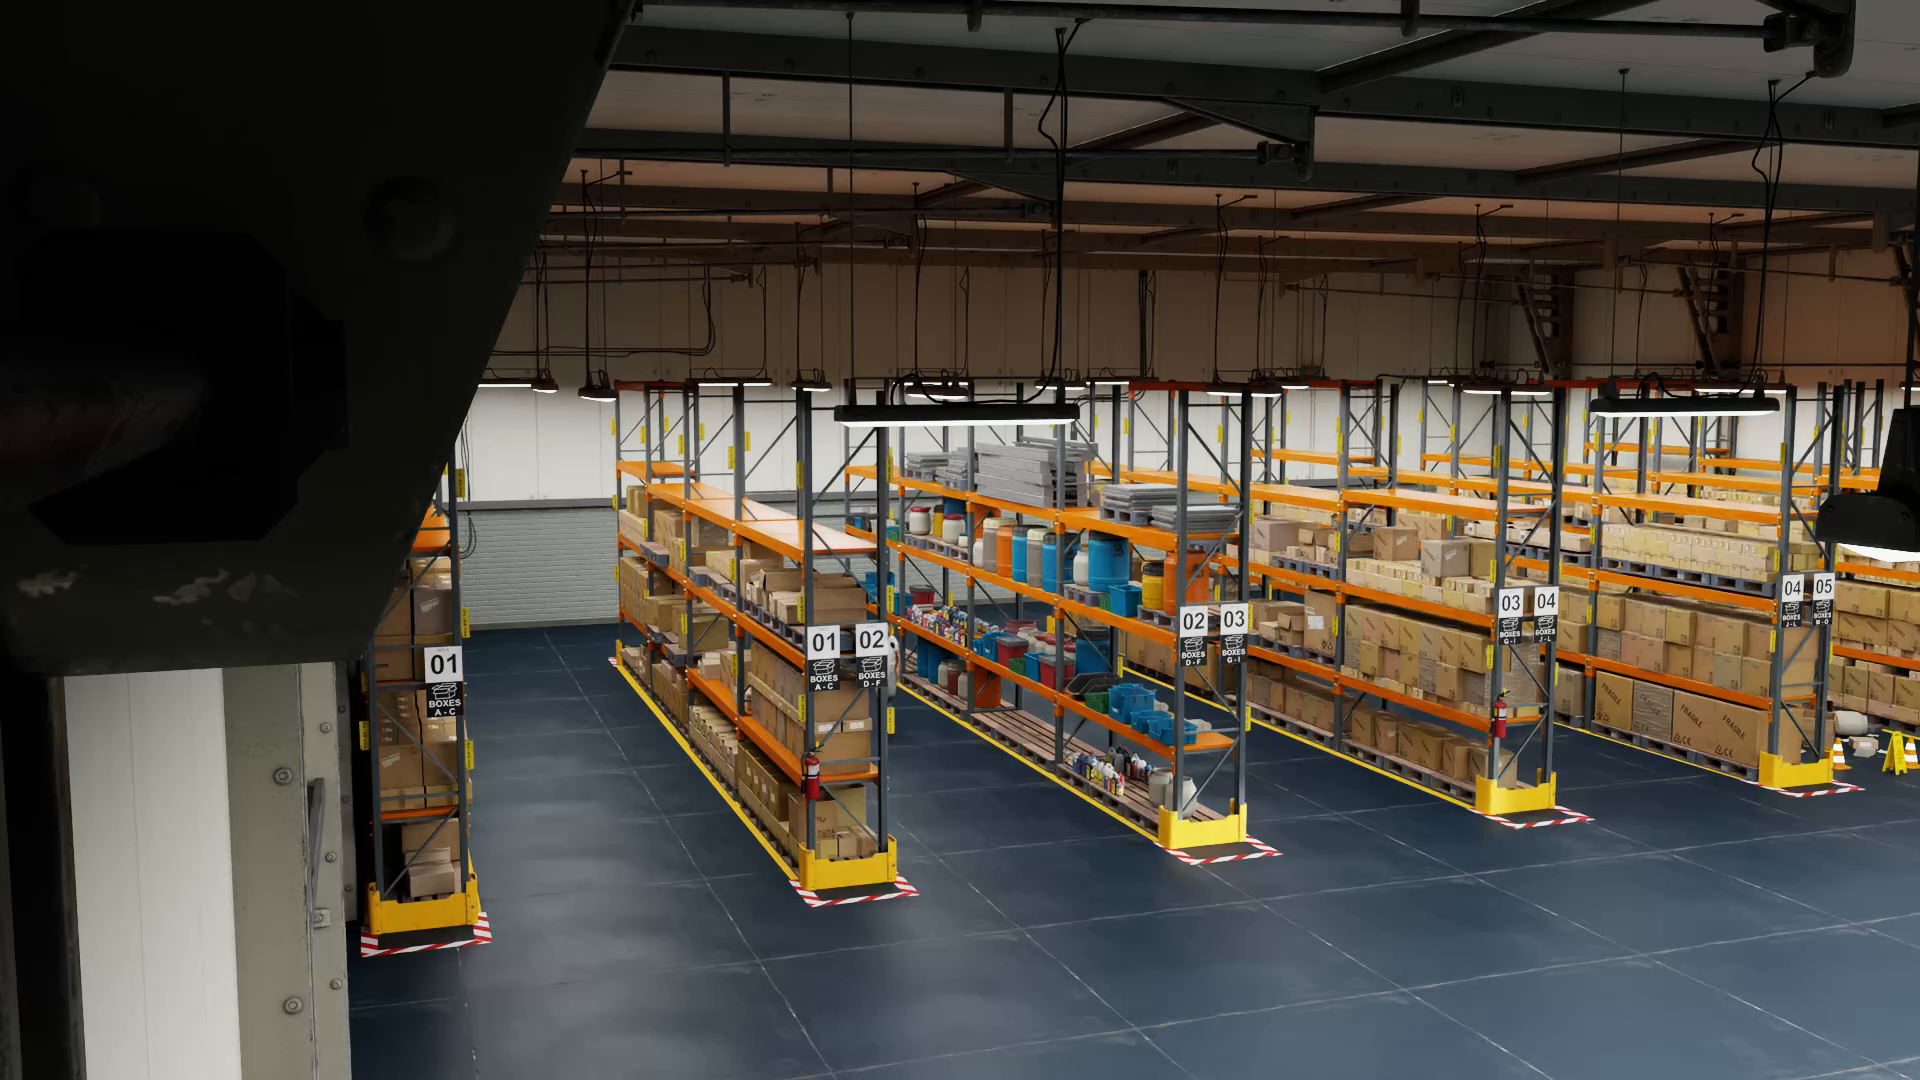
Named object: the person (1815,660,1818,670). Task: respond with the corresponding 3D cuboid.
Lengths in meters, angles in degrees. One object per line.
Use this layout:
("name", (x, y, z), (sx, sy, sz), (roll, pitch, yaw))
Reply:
("person", (17.299, 1.914, 33.747), (0.534, 1.808, 0.602), (-3, 7, -26))

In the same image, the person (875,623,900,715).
("person", (-1.342, 2.285, 28.842), (0.636, 1.762, 0.649), (-2, 7, -22))
